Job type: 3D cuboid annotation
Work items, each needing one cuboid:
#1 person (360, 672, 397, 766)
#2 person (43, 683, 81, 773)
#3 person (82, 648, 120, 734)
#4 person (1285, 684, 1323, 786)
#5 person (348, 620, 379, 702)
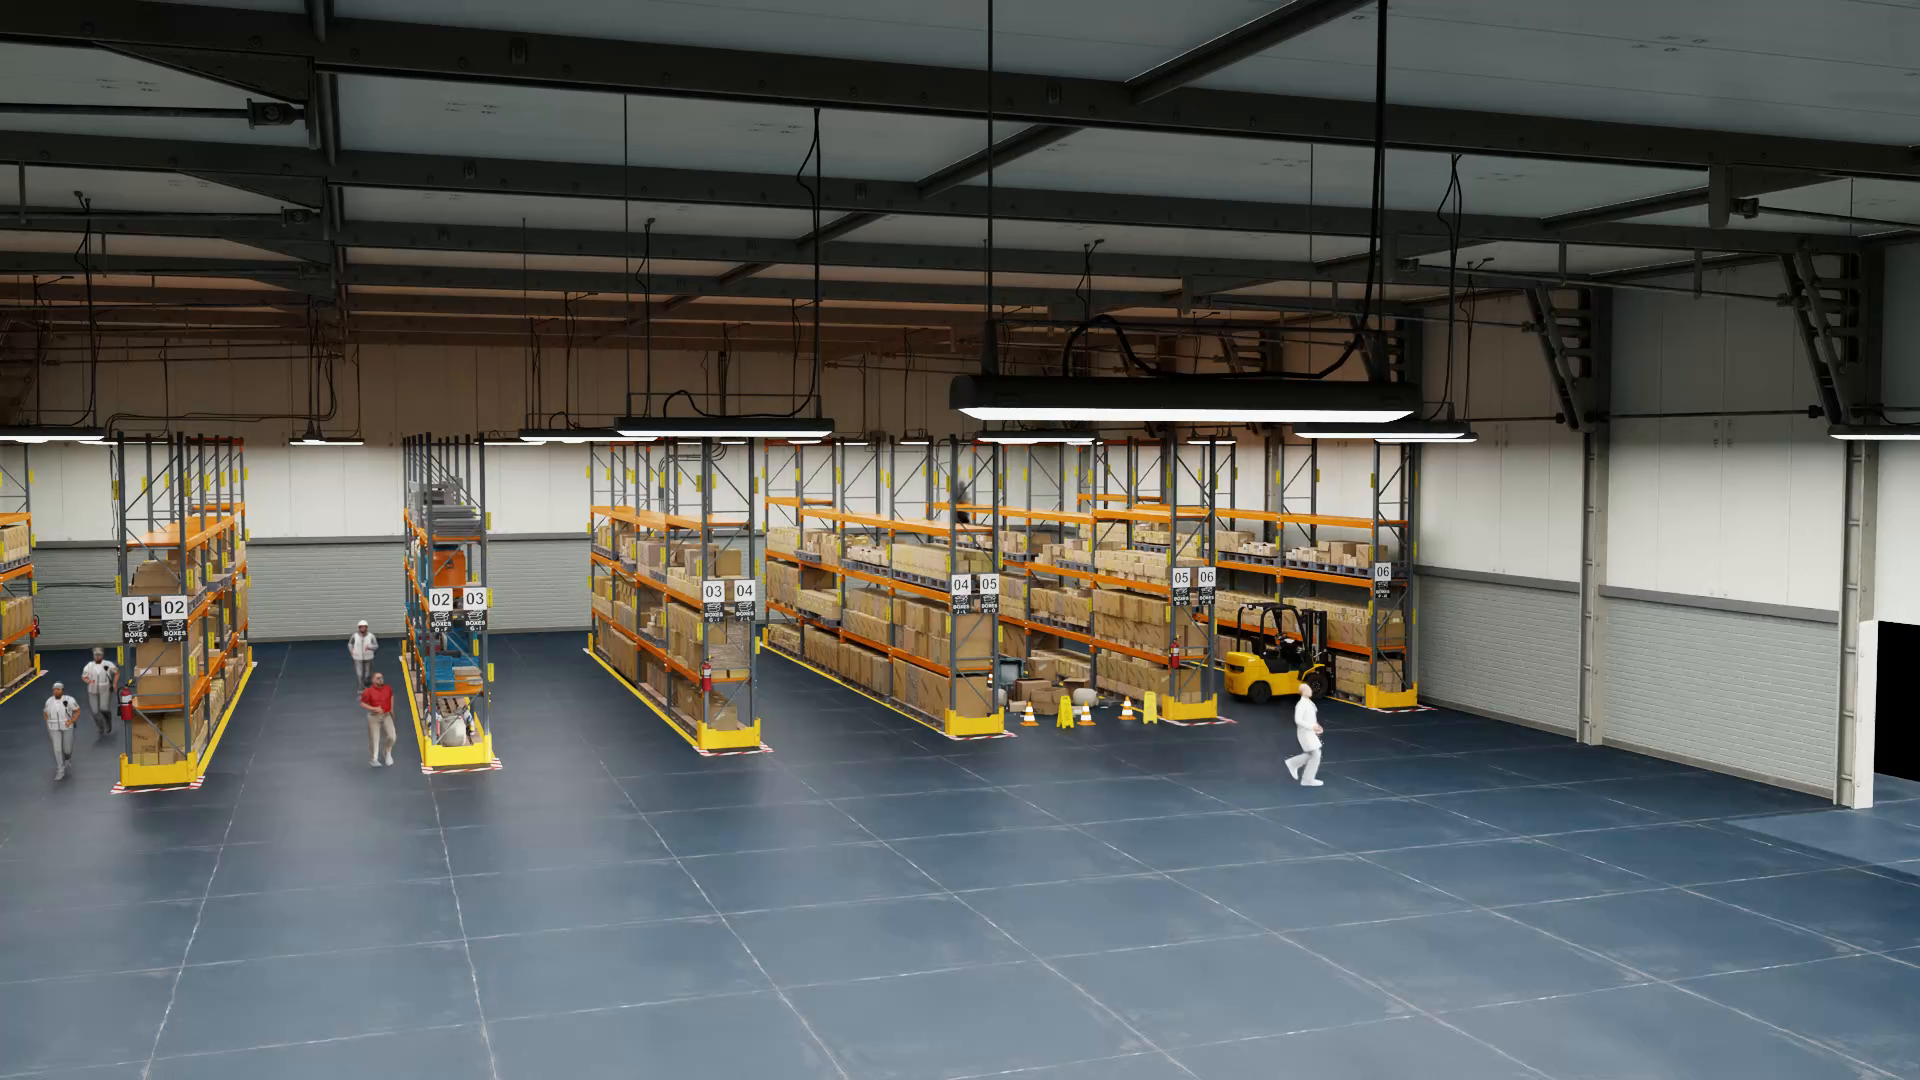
[{"bbox_3d":[-10.370,3.223,29.744,0.678,1.710,0.674,-3,4,-40],"label":"person"},{"bbox_3d":[-15.674,3.265,29.015,0.602,1.571,0.573,-1,3,-18],"label":"person"},{"bbox_3d":[-17.093,3.007,33.045,0.646,1.741,0.648,-1,3,-16],"label":"person"},{"bbox_3d":[5.834,3.292,28.169,0.670,1.724,0.708,1,3,20],"label":"person"},{"bbox_3d":[-13.574,2.724,37.850,0.652,1.800,0.806,-1,3,-20],"label":"person"}]
